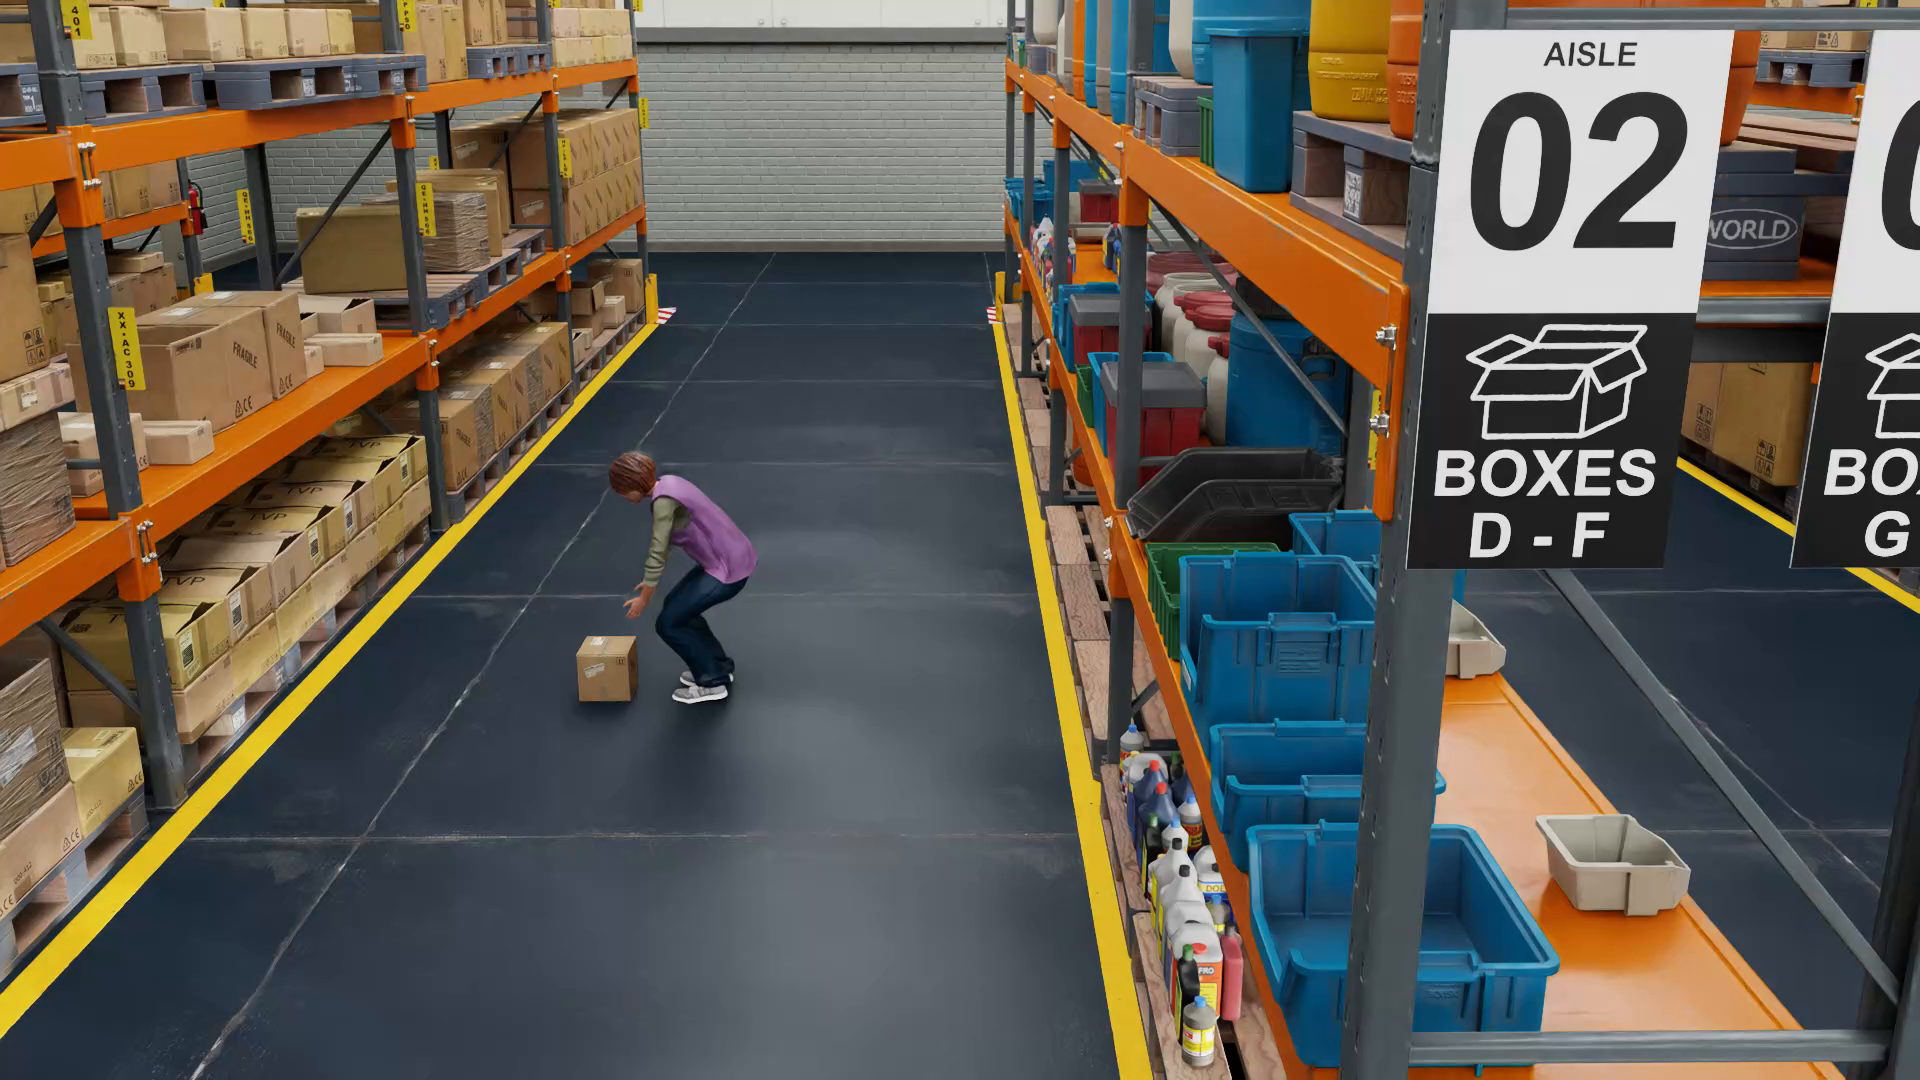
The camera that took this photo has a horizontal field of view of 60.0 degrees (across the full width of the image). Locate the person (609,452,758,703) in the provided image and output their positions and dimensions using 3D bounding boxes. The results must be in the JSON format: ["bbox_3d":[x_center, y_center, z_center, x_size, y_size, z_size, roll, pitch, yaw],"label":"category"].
[{"bbox_3d":[-1.330,0.185,8.101,0.688,1.227,0.462,0,17,-1],"label":"person"}]
